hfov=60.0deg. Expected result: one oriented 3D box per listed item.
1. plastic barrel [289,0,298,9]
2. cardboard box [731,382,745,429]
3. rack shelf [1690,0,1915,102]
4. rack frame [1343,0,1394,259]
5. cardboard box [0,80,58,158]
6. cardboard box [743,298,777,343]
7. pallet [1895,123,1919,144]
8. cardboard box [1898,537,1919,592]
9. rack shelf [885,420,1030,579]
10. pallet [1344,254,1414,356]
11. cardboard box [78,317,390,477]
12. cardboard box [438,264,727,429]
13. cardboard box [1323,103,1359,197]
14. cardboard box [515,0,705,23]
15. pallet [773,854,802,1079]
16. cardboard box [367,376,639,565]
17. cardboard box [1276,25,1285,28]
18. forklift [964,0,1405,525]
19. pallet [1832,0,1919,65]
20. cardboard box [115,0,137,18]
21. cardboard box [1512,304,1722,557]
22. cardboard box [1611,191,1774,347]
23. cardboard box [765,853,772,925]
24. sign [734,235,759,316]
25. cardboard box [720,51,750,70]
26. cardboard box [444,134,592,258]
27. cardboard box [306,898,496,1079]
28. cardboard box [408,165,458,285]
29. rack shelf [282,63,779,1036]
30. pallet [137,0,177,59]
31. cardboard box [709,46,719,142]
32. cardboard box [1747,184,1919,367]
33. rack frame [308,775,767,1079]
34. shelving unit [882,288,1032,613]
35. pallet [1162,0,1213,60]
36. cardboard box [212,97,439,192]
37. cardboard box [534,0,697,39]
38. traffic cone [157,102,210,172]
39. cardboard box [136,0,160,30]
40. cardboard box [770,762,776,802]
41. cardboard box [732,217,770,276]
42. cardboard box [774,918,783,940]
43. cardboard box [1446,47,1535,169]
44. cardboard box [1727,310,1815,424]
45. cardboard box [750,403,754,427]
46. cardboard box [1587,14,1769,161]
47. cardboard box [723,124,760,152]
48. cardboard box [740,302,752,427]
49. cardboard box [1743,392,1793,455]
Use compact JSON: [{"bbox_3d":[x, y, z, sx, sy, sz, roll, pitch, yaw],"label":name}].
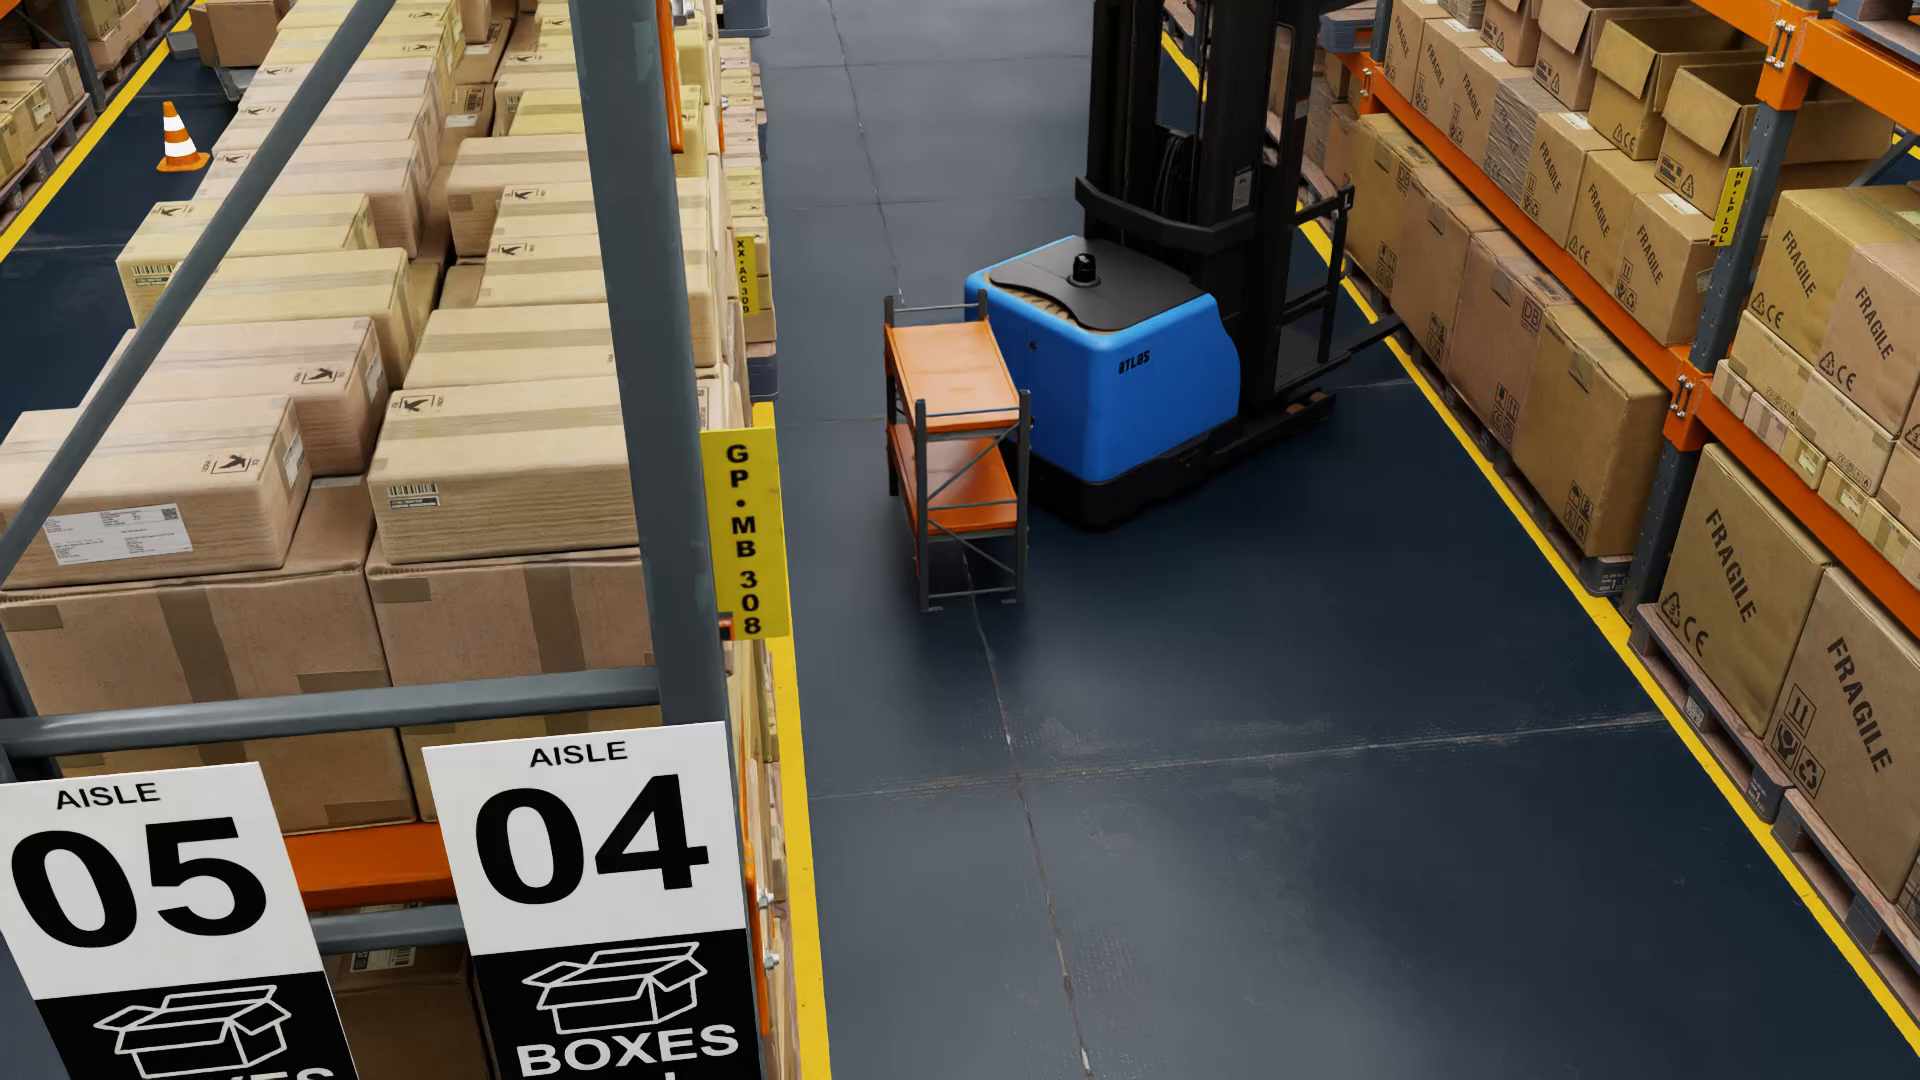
[{"bbox_3d":[-6.082,-4.755,14.852,0.512,0.421,0.421,20,39,26],"label":"plastic barrel"},{"bbox_3d":[-0.808,-0.065,4.442,0.500,0.500,0.500,-5,35,-8],"label":"cardboard box"},{"bbox_3d":[3.305,-2.970,7.920,1.077,0.370,4.000,-4,35,-6],"label":"rack shelf"},{"bbox_3d":[3.036,-3.144,10.200,1.000,3.000,0.127,-4,35,-6],"label":"rack frame"},{"bbox_3d":[-7.149,-3.020,11.978,0.950,0.372,0.625,-2,34,-3],"label":"cardboard box"},{"bbox_3d":[-0.952,-0.917,6.782,0.380,0.149,0.250,-6,35,-9],"label":"cardboard box"},{"bbox_3d":[7.717,-3.481,13.171,1.003,0.211,1.213,-4,35,-6],"label":"pallet"},{"bbox_3d":[3.459,0.106,5.655,0.380,0.149,0.250,-4,34,-6],"label":"cardboard box"},{"bbox_3d":[-0.030,-0.235,8.031,0.538,0.278,1.000,-6,35,-8],"label":"rack shelf"},{"bbox_3d":[3.067,-1.546,10.331,1.003,0.211,1.213,-4,35,-6],"label":"pallet"},{"bbox_3d":[-1.110,-0.216,2.575,0.380,0.149,0.250,-4,34,-6],"label":"cardboard box"},{"bbox_3d":[-0.690,-0.300,3.053,0.500,0.250,0.500,-5,35,-7],"label":"cardboard box"},{"bbox_3d":[2.926,-2.665,11.326,0.700,0.500,0.500,-6,35,-9],"label":"cardboard box"},{"bbox_3d":[-0.982,-1.447,4.735,0.500,0.250,0.500,-6,35,-8],"label":"cardboard box"},{"bbox_3d":[-1.062,1.614,5.694,1.003,0.211,1.213,-4,35,-6],"label":"pallet"},{"bbox_3d":[-0.635,-0.107,2.415,0.380,0.149,0.250,-5,35,-7],"label":"cardboard box"},{"bbox_3d":[2.604,-3.913,13.157,0.700,0.500,0.500,-5,35,-7],"label":"cardboard box"},{"bbox_3d":[1.442,-1.989,8.565,3.031,2.935,1.130,-27,42,-33],"label":"forklift"},{"bbox_3d":[3.673,-1.657,5.433,1.003,0.211,1.213,-4,35,-6],"label":"pallet"},{"bbox_3d":[-7.218,-4.620,13.769,0.500,0.500,0.500,-3,34,-4],"label":"cardboard box"},{"bbox_3d":[3.468,-0.563,7.926,1.225,0.875,0.875,-4,35,-6],"label":"cardboard box"},{"bbox_3d":[3.240,-1.193,7.249,0.500,0.500,0.500,-4,35,-6],"label":"cardboard box"},{"bbox_3d":[-0.701,0.907,3.902,0.500,0.500,0.500,-4,35,-6],"label":"cardboard box"},{"bbox_3d":[-0.818,-0.996,6.279,0.100,0.325,0.005,-4,35,-6],"label":"sign"},{"bbox_3d":[-1.240,-2.331,8.329,0.380,0.149,0.250,-4,35,-6],"label":"cardboard box"},{"bbox_3d":[-0.787,-0.679,3.255,0.380,0.149,0.250,-3,34,-5],"label":"cardboard box"},{"bbox_3d":[-1.125,0.826,3.134,0.500,0.500,0.500,-5,35,-7],"label":"cardboard box"},{"bbox_3d":[-1.267,-0.554,3.424,0.500,0.250,0.500,-4,34,-6],"label":"cardboard box"},{"bbox_3d":[-1.086,-0.419,4.176,1.077,0.370,4.000,-4,35,-6],"label":"rack shelf"},{"bbox_3d":[-7.615,-4.528,14.706,1.003,0.211,1.213,-4,35,-6],"label":"pallet"},{"bbox_3d":[-0.966,-1.237,4.871,0.500,0.250,0.500,-4,35,-7],"label":"cardboard box"},{"bbox_3d":[3.385,-0.996,6.251,0.500,0.500,0.500,-4,35,-6],"label":"cardboard box"},{"bbox_3d":[-0.817,1.640,3.180,1.000,3.000,0.127,-4,35,-6],"label":"rack frame"},{"bbox_3d":[-0.030,-0.437,7.893,0.538,1.125,1.048,-6,35,-8],"label":"shelving unit"},{"bbox_3d":[2.372,-4.596,14.806,1.003,0.211,1.213,-4,35,-6],"label":"pallet"},{"bbox_3d":[-1.294,-0.790,3.417,0.380,0.149,0.250,-4,34,-5],"label":"cardboard box"},{"bbox_3d":[-0.842,-1.268,4.118,0.380,0.149,0.250,-5,35,-7],"label":"cardboard box"},{"bbox_3d":[-5.768,-2.991,12.228,0.336,0.463,0.334,-4,35,-6],"label":"traffic cone"},{"bbox_3d":[-7.291,-4.605,14.413,0.500,0.250,0.500,-5,35,-7],"label":"cardboard box"},{"bbox_3d":[-0.913,0.899,6.426,0.380,0.149,0.250,-5,35,-8],"label":"cardboard box"},{"bbox_3d":[-0.952,-1.163,6.614,0.380,0.149,0.250,-3,34,-4],"label":"cardboard box"},{"bbox_3d":[-0.747,1.347,5.240,0.380,0.149,0.250,-4,34,-6],"label":"cardboard box"},{"bbox_3d":[2.975,-2.320,8.902,0.500,0.500,0.500,-5,35,-7],"label":"cardboard box"},{"bbox_3d":[3.377,-0.691,6.469,0.500,0.250,0.500,-5,35,-7],"label":"cardboard box"},{"bbox_3d":[-1.264,-0.461,8.109,0.500,0.500,0.500,-3,34,-4],"label":"cardboard box"},{"bbox_3d":[3.399,-2.107,7.699,0.797,0.503,0.637,-4,34,-6],"label":"cardboard box"},{"bbox_3d":[-1.094,-1.743,7.466,0.380,0.149,0.250,-5,35,-7],"label":"cardboard box"},{"bbox_3d":[-1.010,-0.508,5.979,0.500,0.500,0.500,-4,35,-6],"label":"cardboard box"},{"bbox_3d":[3.319,-0.471,6.501,0.380,0.149,0.250,-5,35,-8],"label":"cardboard box"}]
